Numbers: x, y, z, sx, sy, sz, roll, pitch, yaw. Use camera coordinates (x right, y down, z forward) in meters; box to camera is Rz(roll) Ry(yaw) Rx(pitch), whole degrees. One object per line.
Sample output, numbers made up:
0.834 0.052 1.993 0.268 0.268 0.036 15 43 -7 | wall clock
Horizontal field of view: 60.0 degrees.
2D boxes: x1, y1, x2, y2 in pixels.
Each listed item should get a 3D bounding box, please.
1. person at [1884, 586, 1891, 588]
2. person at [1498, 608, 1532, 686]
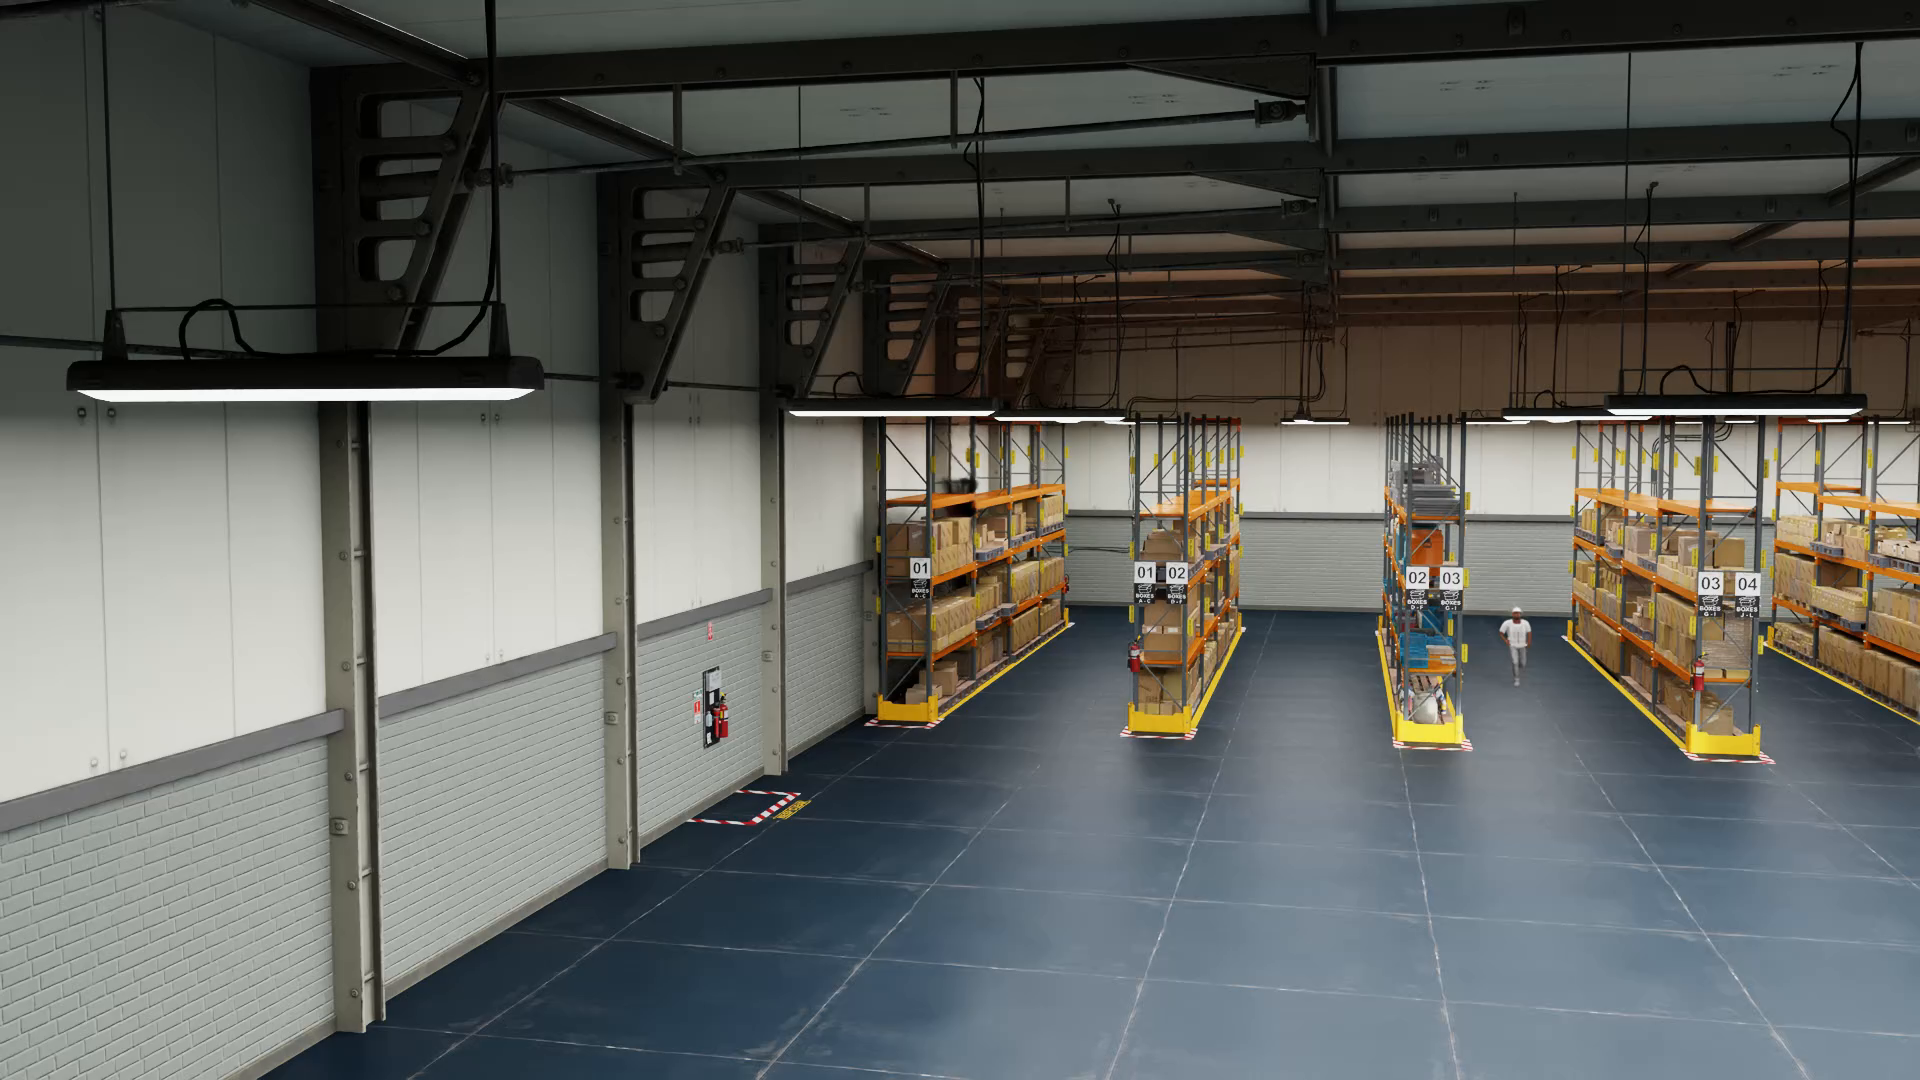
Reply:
23.288 2.013 41.928 0.643 1.732 0.603 0 4 -4 | person
12.417 2.364 37.164 0.715 1.722 0.758 0 4 1 | person
